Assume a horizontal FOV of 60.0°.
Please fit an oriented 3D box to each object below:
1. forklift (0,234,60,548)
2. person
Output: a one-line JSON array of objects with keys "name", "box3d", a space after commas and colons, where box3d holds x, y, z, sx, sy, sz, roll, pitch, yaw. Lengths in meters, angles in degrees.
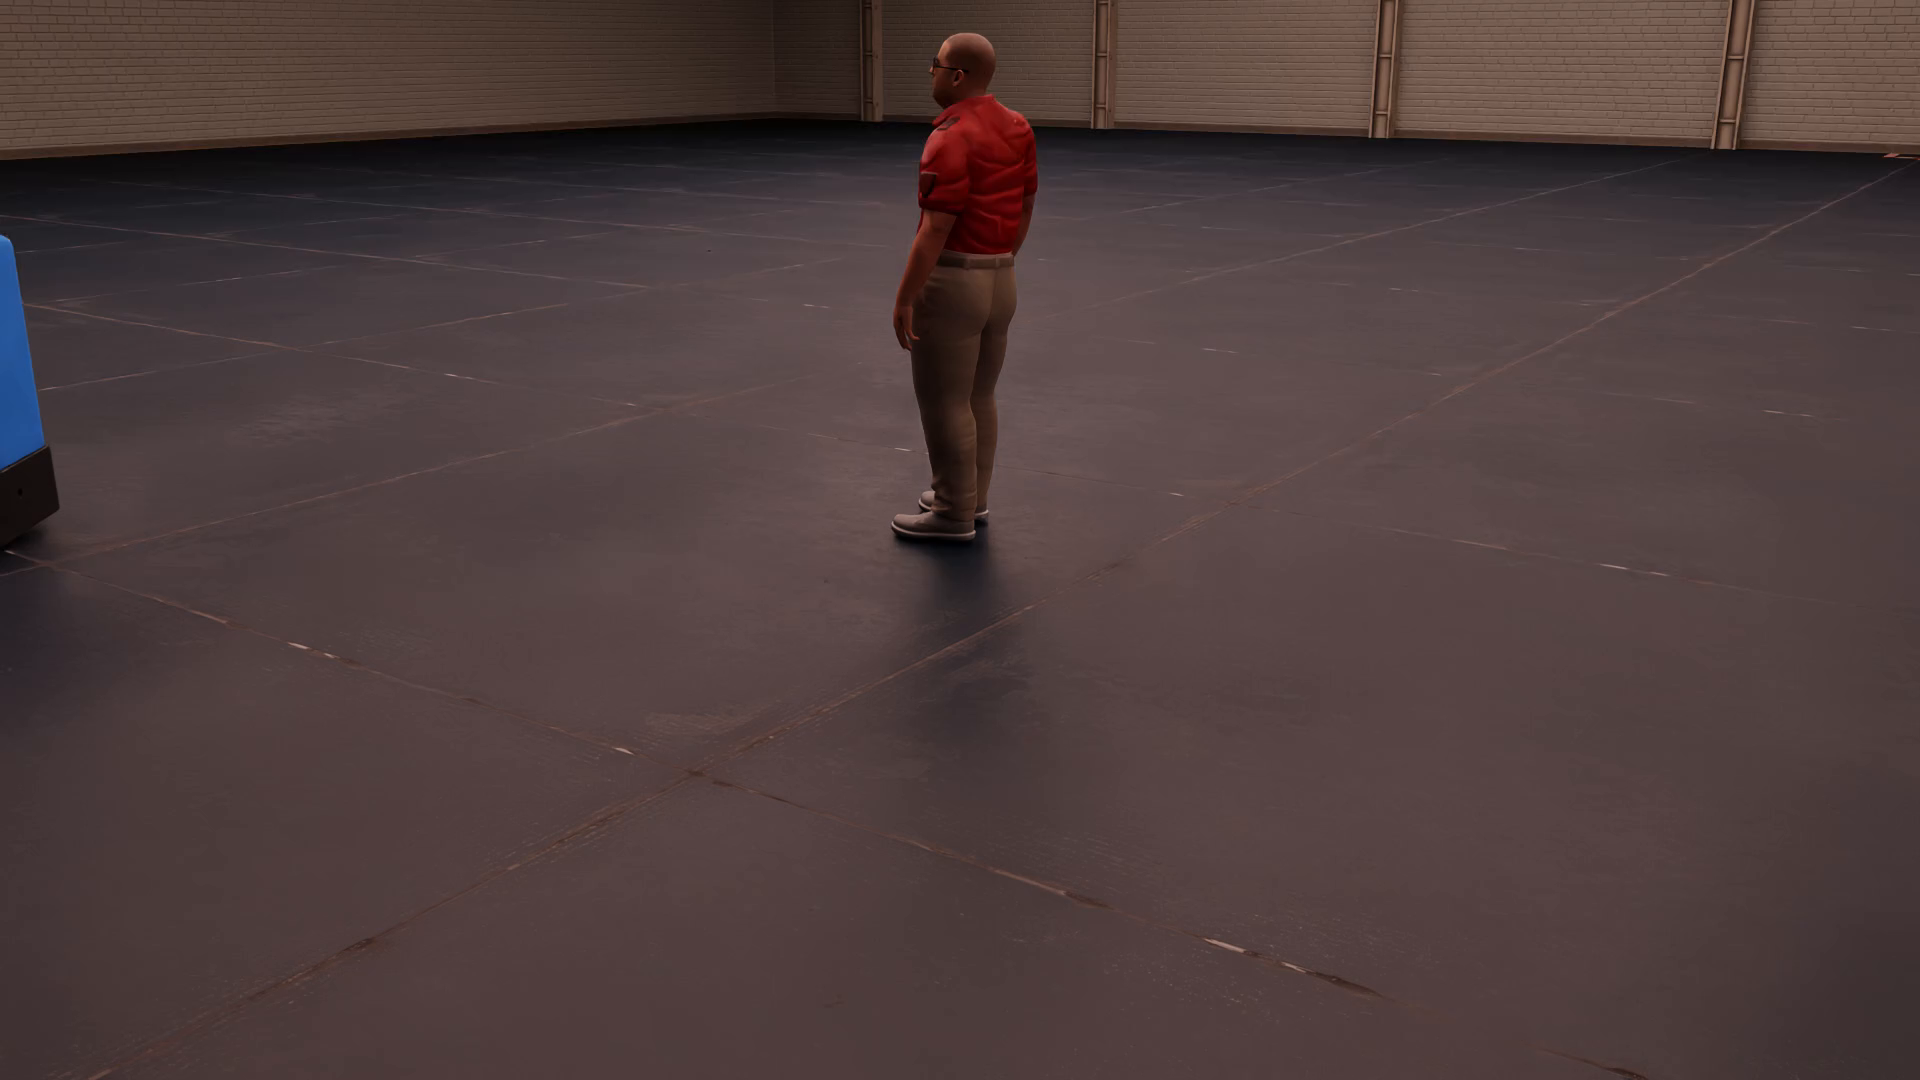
[{"name": "forklift", "box3d": [-4.744, -1.275, 5.096, 3.031, 2.935, 1.130, -2, 17, -6]}, {"name": "person", "box3d": [-0.067, -0.852, 5.757, 0.551, 1.727, 0.640, 11, 20, 33]}]
